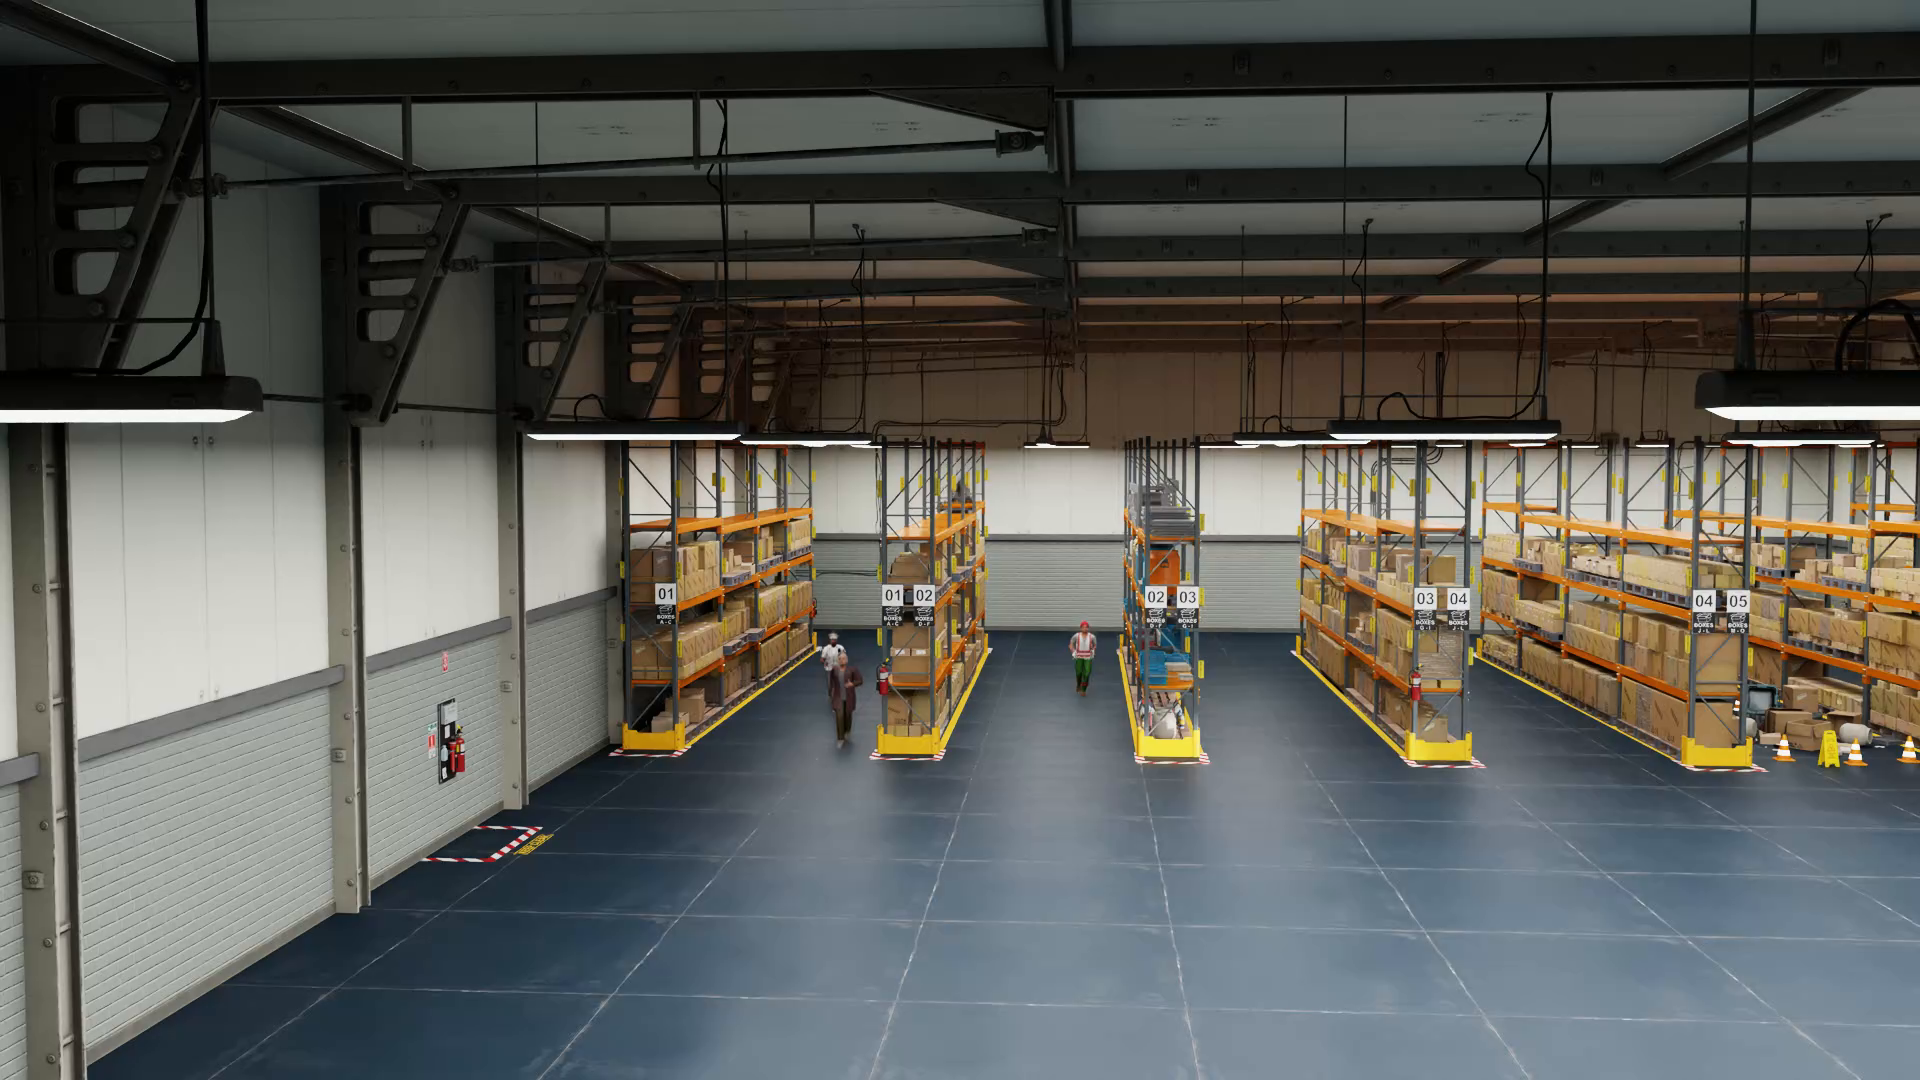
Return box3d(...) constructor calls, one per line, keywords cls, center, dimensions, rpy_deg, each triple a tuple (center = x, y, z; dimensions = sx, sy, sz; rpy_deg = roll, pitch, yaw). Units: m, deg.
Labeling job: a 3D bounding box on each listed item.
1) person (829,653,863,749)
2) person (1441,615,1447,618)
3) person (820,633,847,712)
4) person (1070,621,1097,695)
box3d(cls="person", center=(-2.230, 3.098, 32.358), dimensions=(0.686, 1.803, 0.988), rpy_deg=(0, 3, 4))
box3d(cls="person", center=(13.201, 2.440, 46.007), dimensions=(0.592, 1.681, 0.793), rpy_deg=(2, 3, 26))
box3d(cls="person", center=(-2.800, 2.911, 36.911), dimensions=(0.595, 1.713, 0.890), rpy_deg=(0, 3, -4))
box3d(cls="person", center=(2.891, 2.766, 38.788), dimensions=(0.634, 1.739, 0.570), rpy_deg=(0, 3, 0))
